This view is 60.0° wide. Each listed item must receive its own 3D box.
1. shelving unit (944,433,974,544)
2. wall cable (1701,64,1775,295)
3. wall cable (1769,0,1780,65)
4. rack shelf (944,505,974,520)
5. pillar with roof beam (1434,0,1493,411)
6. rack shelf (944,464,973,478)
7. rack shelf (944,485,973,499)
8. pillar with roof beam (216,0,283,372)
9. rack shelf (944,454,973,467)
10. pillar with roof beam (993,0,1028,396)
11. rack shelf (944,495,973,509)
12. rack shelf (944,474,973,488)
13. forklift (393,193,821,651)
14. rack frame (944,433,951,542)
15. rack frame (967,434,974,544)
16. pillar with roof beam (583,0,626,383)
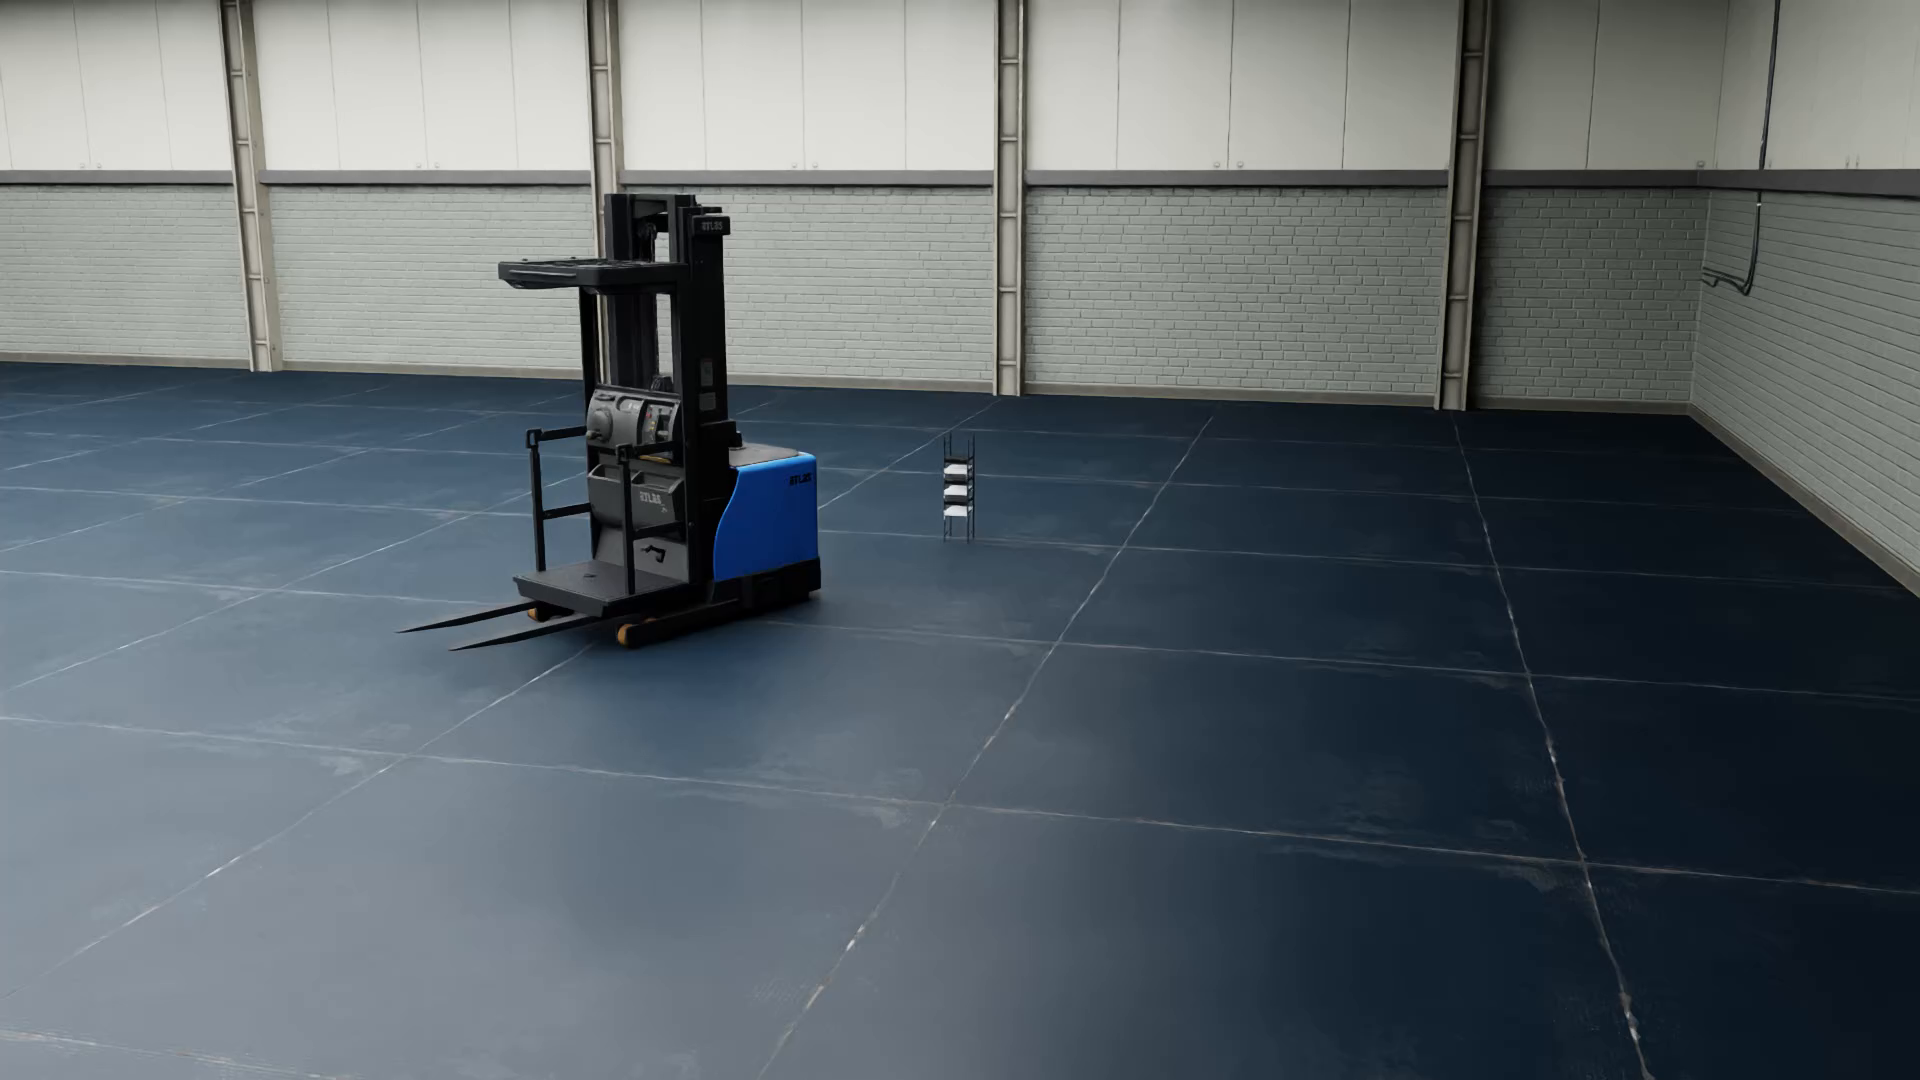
[{"bbox_3d":[-0.008,-0.440,14.138,0.210,0.900,0.258,3,13,14],"label":"shelving unit"},{"bbox_3d":[9.057,-4.194,19.529,0.112,2.526,3.097,3,13,14],"label":"wall cable"},{"bbox_3d":[8.409,-6.090,16.418,0.112,2.526,3.097,3,13,14],"label":"wall cable"},{"bbox_3d":[-0.008,-0.231,14.184,0.200,0.077,0.258,3,13,14],"label":"rack shelf"},{"bbox_3d":[5.482,-5.235,17.055,0.400,9.000,9.100,3,13,14],"label":"pillar with roof beam"},{"bbox_3d":[-0.008,-0.583,14.106,0.200,0.077,0.258,3,13,14],"label":"rack shelf"},{"bbox_3d":[-0.008,-0.407,14.145,0.200,0.077,0.258,3,13,14],"label":"rack shelf"},{"bbox_3d":[-11.994,-6.169,21.265,0.400,9.000,9.100,3,13,14],"label":"pillar with roof beam"},{"bbox_3d":[-0.008,-0.671,14.087,0.200,0.077,0.258,3,13,14],"label":"rack shelf"},{"bbox_3d":[-0.343,-5.547,18.458,0.400,9.000,9.100,3,13,14],"label":"pillar with roof beam"},{"bbox_3d":[-0.008,-0.319,14.165,0.200,0.077,0.258,3,13,14],"label":"rack shelf"},{"bbox_3d":[-0.008,-0.495,14.126,0.200,0.077,0.258,3,13,14],"label":"rack shelf"},{"bbox_3d":[-2.374,-0.836,11.235,1.130,2.935,3.031,11,16,40],"label":"forklift"},{"bbox_3d":[-0.107,-0.445,14.162,0.006,0.900,0.240,3,13,14],"label":"rack frame"},{"bbox_3d":[0.091,-0.434,14.114,0.006,0.900,0.240,3,13,14],"label":"rack frame"},{"bbox_3d":[-6.168,-5.858,19.862,0.400,9.000,9.100,3,13,14],"label":"pillar with roof beam"}]
